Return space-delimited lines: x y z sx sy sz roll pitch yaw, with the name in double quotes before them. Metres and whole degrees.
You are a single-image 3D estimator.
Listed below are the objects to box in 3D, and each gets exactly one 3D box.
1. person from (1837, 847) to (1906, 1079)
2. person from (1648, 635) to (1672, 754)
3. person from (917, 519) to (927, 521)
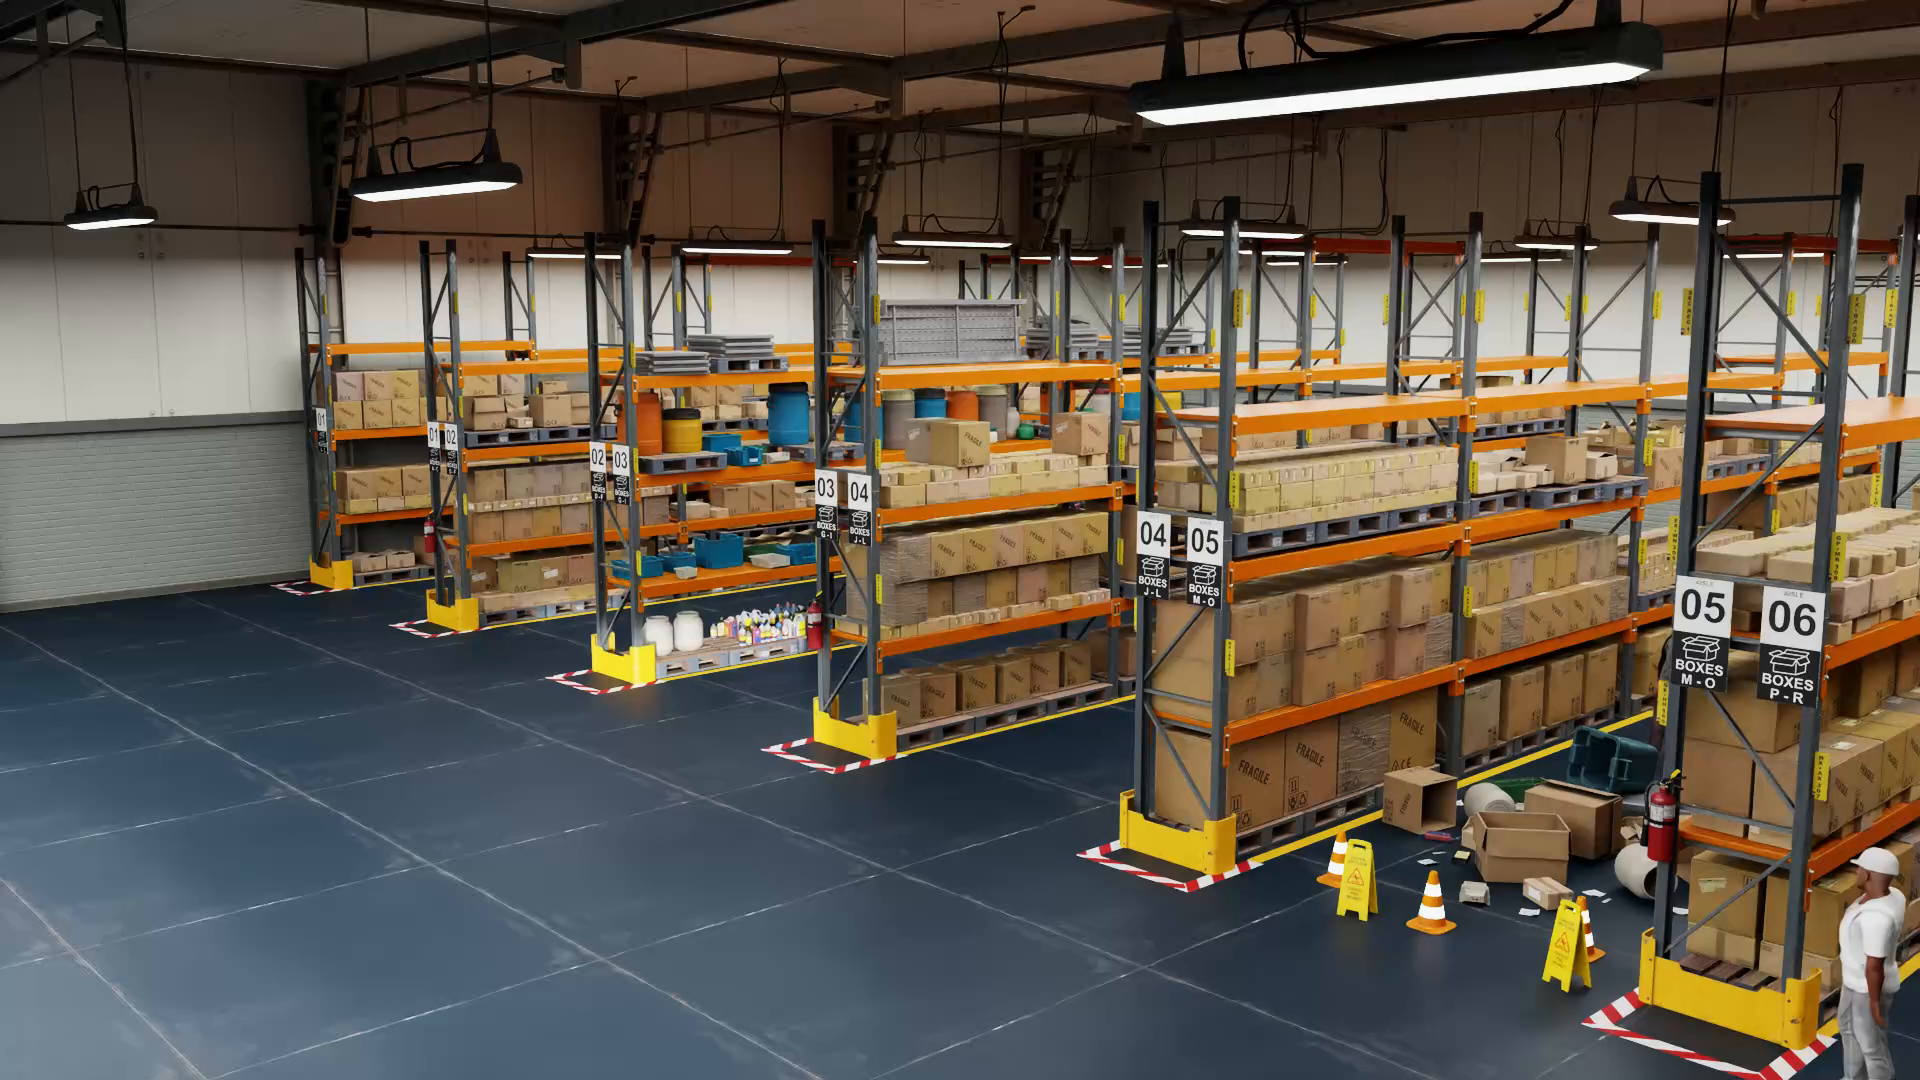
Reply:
"person" 5.675 2.767 10.440 0.431 1.779 0.739 4 9 23
"person" 8.031 1.608 18.618 0.604 1.721 0.449 -1 9 -10
"person" -0.882 -0.353 30.129 0.410 1.631 0.983 7 11 41
